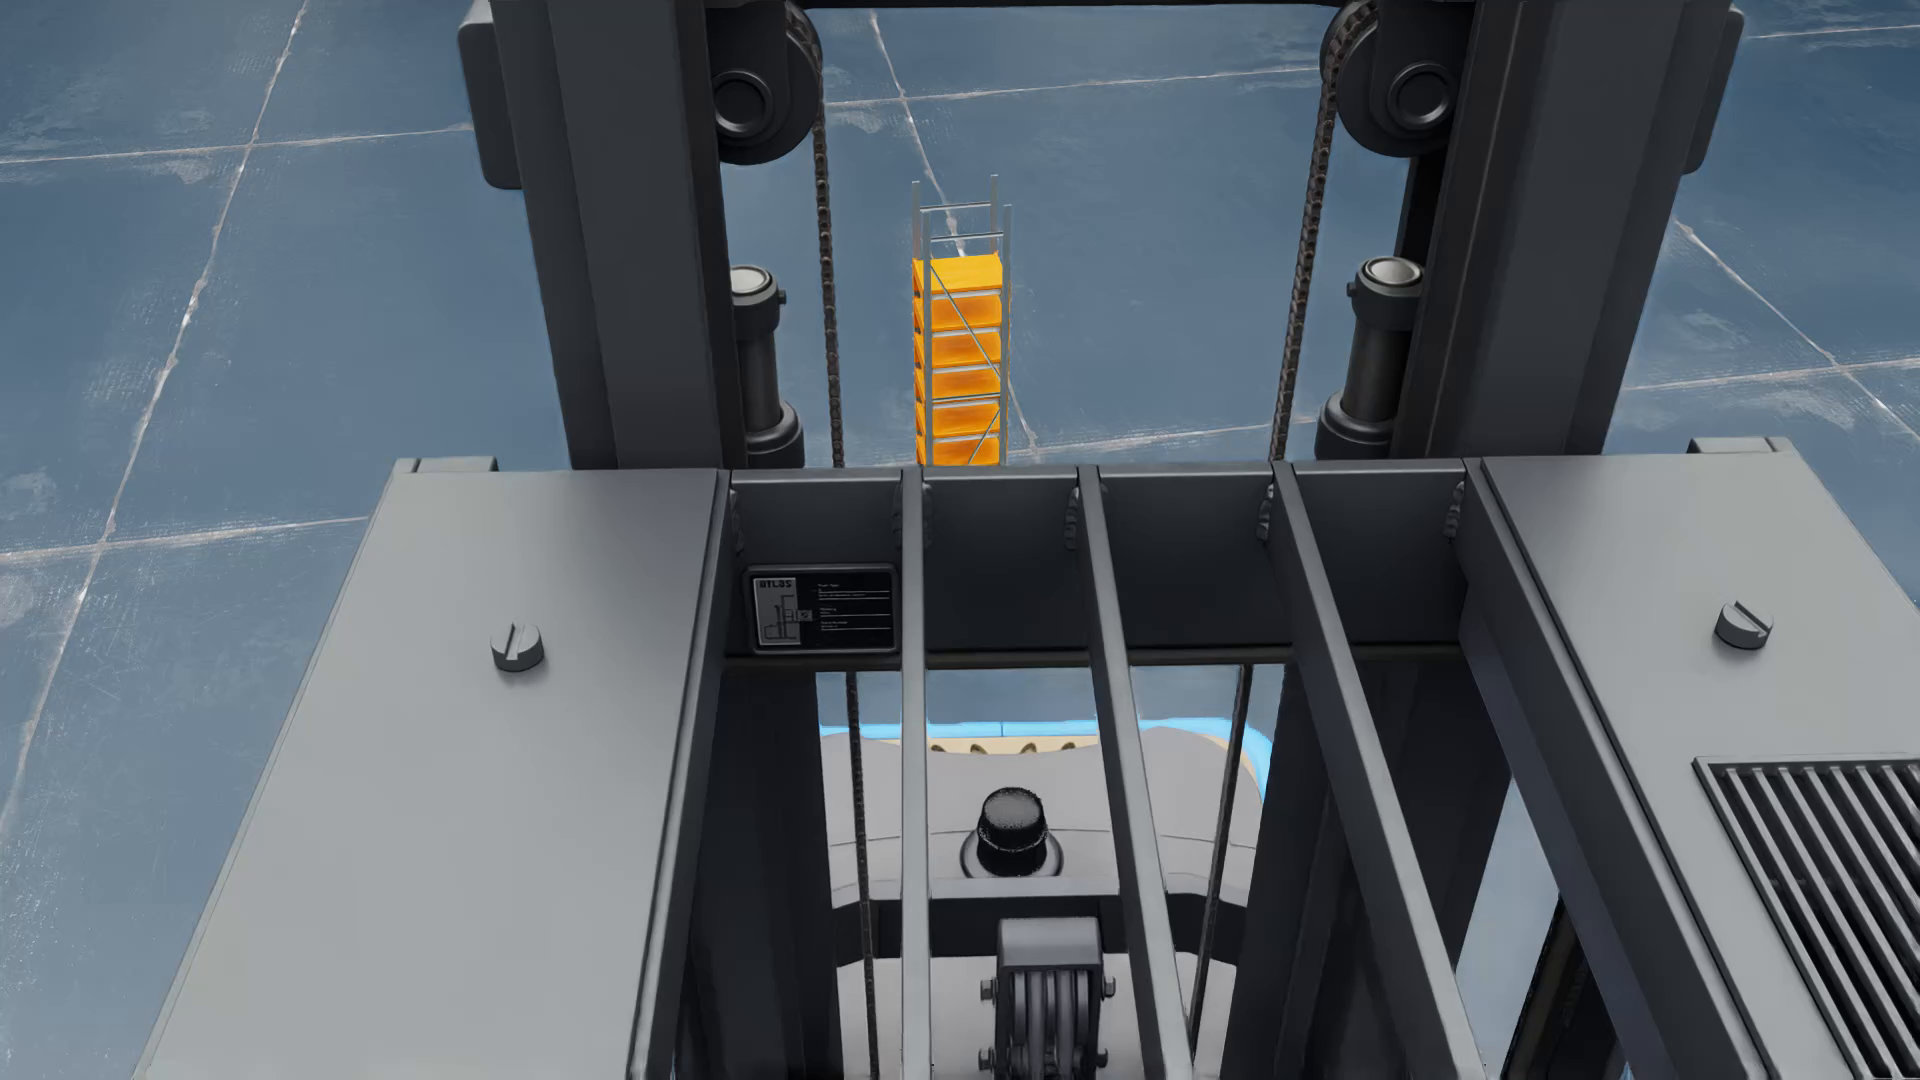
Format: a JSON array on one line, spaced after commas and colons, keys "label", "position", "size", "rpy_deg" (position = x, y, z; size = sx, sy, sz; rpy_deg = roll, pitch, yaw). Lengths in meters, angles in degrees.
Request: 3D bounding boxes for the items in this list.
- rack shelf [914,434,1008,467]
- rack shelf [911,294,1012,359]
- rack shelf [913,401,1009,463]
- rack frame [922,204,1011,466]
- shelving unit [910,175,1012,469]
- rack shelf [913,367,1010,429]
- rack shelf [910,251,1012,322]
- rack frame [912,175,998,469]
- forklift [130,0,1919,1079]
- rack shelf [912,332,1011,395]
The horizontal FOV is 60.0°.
[{"label": "rack shelf", "position": [0.003, -0.240, 5.045], "size": [0.258, 0.103, 0.180], "rpy_deg": [-6, 38, -8]}, {"label": "rack shelf", "position": [0.003, -0.620, 4.751], "size": [0.258, 0.103, 0.180], "rpy_deg": [-6, 38, -8]}, {"label": "rack shelf", "position": [0.003, -0.335, 4.972], "size": [0.258, 0.103, 0.180], "rpy_deg": [-6, 38, -8]}, {"label": "rack frame", "position": [0.019, -0.410, 4.800], "size": [0.240, 1.200, 0.006], "rpy_deg": [-6, 38, -8]}, {"label": "shelving unit", "position": [0.003, -0.465, 4.871], "size": [0.258, 1.200, 0.189], "rpy_deg": [-6, 38, -8]}, {"label": "rack shelf", "position": [0.003, -0.430, 4.898], "size": [0.258, 0.103, 0.180], "rpy_deg": [-6, 38, -8]}, {"label": "rack shelf", "position": [0.003, -0.714, 4.677], "size": [0.258, 0.103, 0.180], "rpy_deg": [-6, 38, -8]}, {"label": "rack frame", "position": [-0.013, -0.520, 4.942], "size": [0.240, 1.200, 0.006], "rpy_deg": [-6, 38, -8]}, {"label": "forklift", "position": [0.116, 0.926, 1.670], "size": [1.130, 2.935, 3.031], "rpy_deg": [-1, 38, -1]}, {"label": "rack shelf", "position": [0.003, -0.525, 4.824], "size": [0.258, 0.103, 0.180], "rpy_deg": [-6, 38, -8]}]
